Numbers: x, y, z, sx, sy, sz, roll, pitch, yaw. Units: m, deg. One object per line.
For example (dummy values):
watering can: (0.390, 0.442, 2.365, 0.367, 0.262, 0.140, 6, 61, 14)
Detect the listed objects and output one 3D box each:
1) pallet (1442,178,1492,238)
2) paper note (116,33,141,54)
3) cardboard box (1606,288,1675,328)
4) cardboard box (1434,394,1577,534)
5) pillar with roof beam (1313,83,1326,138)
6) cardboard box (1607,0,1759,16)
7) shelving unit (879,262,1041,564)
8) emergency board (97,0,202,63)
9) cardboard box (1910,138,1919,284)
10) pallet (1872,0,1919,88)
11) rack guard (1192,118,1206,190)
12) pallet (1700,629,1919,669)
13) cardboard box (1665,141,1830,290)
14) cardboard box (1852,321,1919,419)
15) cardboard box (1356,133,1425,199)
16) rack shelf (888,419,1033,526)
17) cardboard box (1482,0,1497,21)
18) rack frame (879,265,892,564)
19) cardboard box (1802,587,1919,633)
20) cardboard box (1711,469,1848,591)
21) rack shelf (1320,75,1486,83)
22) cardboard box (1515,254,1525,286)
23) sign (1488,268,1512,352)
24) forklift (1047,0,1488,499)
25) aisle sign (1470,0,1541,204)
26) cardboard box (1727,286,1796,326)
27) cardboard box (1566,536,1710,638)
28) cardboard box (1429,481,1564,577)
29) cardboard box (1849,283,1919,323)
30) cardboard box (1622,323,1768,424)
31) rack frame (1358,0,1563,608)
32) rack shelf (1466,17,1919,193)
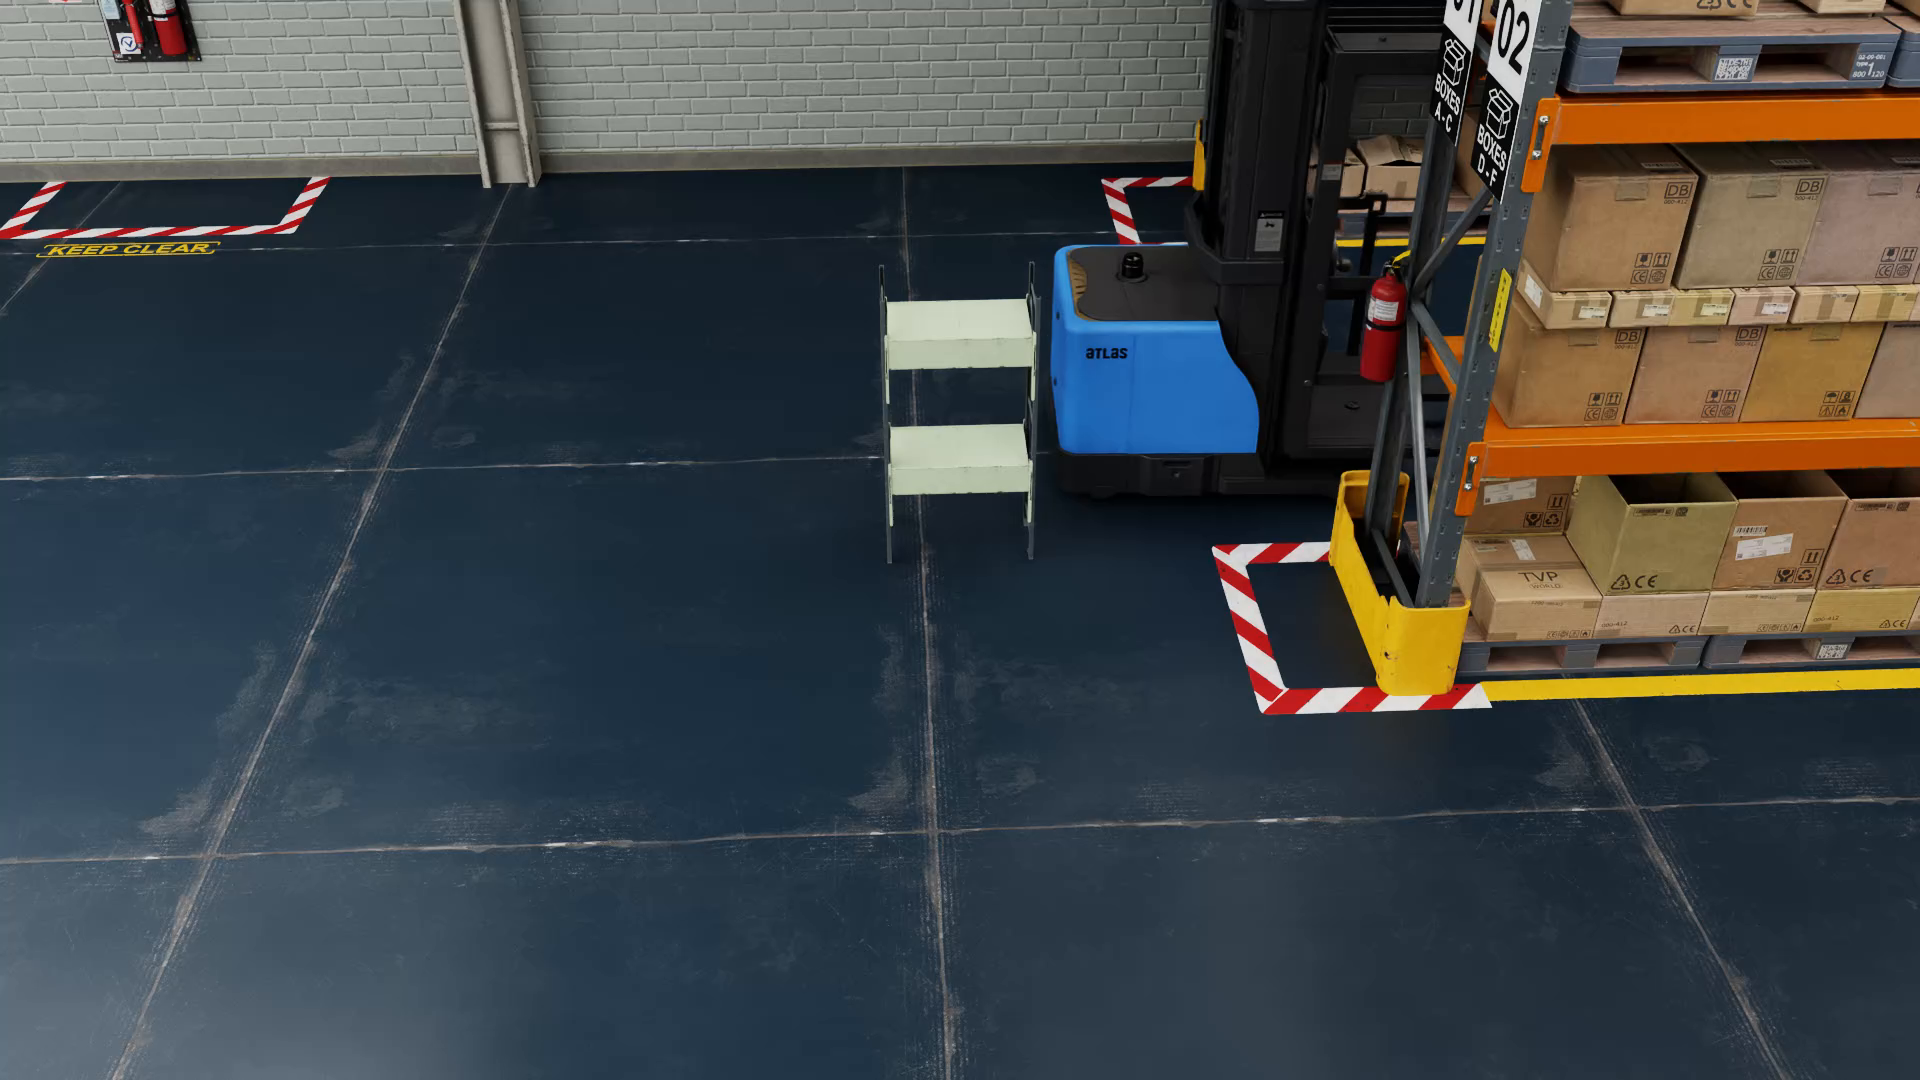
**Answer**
pallet: (4.002, -2.547, 12.282, 1.213, 0.211, 1.003, -2, 35, -2)
paper note: (-6.088, -3.635, 12.177, 0.142, 0.148, 0.016, -2, 35, -2)
cardboard box: (2.801, -1.048, 7.007, 0.250, 0.149, 0.380, -2, 35, -3)
cardboard box: (2.657, -0.377, 8.084, 0.500, 0.500, 0.500, -2, 35, -2)
pillar with roof beam: (2.759, -4.189, 6.932, 0.400, 9.000, 9.100, -2, 35, -2)
cardboard box: (2.710, -2.363, 6.346, 0.637, 0.503, 0.797, 1, 35, 1)
shelving unit: (-0.007, -0.617, 8.359, 0.755, 1.500, 0.431, -2, 35, -2)
emergency board: (-5.908, -3.963, 11.877, 0.643, 1.169, 0.194, -2, 35, -2)
cardboard box: (4.184, -1.470, 7.046, 0.500, 0.500, 0.700, -2, 35, -2)
pallet: (4.064, -2.079, 6.597, 1.213, 0.211, 1.003, -2, 35, -2)
rack guard: (1.973, -2.633, 12.152, 0.348, 0.500, 1.175, -2, 35, -2)
pallet: (4.113, 0.228, 8.272, 1.213, 0.211, 1.003, -2, 35, -2)
cardboard box: (3.180, -1.442, 7.006, 0.500, 0.500, 0.700, -2, 35, -3)
cardboard box: (4.149, -0.933, 7.411, 0.500, 0.500, 0.700, -1, 35, -1)
cardboard box: (3.162, -2.717, 12.053, 0.500, 0.311, 0.500, 1, 35, 2)
rack shelf: (-0.007, -0.348, 8.545, 0.720, 0.370, 0.431, -2, 35, -2)
cardboard box: (3.399, -3.774, 11.059, 0.500, 0.500, 0.500, -3, 35, -4)
rack frame: (-0.372, -0.607, 8.345, 0.023, 1.500, 0.400, -2, 35, -2)
cardboard box: (4.180, 0.187, 7.927, 0.500, 0.250, 0.500, -2, 35, -2)
cardboard box: (3.680, -0.117, 7.708, 0.500, 0.500, 0.500, -2, 35, -2)
rack shelf: (3.895, -3.417, 11.720, 4.000, 0.370, 1.077, -2, 35, -2)
cardboard box: (2.508, -1.270, 7.327, 0.250, 0.149, 0.380, -2, 35, -3)
sign: (2.156, -0.916, 6.644, 0.005, 0.325, 0.100, -2, 35, -2)
forklift: (2.034, -1.711, 8.683, 3.031, 2.935, 1.130, 0, 35, -1)
aisle sign: (2.084, -1.736, 6.375, 0.004, 0.787, 0.394, -2, 35, -2)
cardboard box: (3.303, -1.060, 7.023, 0.250, 0.149, 0.380, -2, 35, -3)
cardboard box: (3.181, 0.211, 7.893, 0.500, 0.250, 0.500, -2, 35, -2)
cardboard box: (2.657, -0.068, 8.296, 0.500, 0.250, 0.500, -2, 35, -2)
cardboard box: (3.824, -1.075, 7.046, 0.250, 0.149, 0.380, -2, 35, -3)
cardboard box: (3.127, -0.907, 7.373, 0.500, 0.500, 0.700, -1, 35, -1)
rack frame: (2.135, -0.843, 7.369, 0.127, 3.000, 1.000, -2, 35, -2)
rack shelf: (4.133, -1.835, 6.798, 4.000, 0.370, 1.077, -2, 35, -2)
